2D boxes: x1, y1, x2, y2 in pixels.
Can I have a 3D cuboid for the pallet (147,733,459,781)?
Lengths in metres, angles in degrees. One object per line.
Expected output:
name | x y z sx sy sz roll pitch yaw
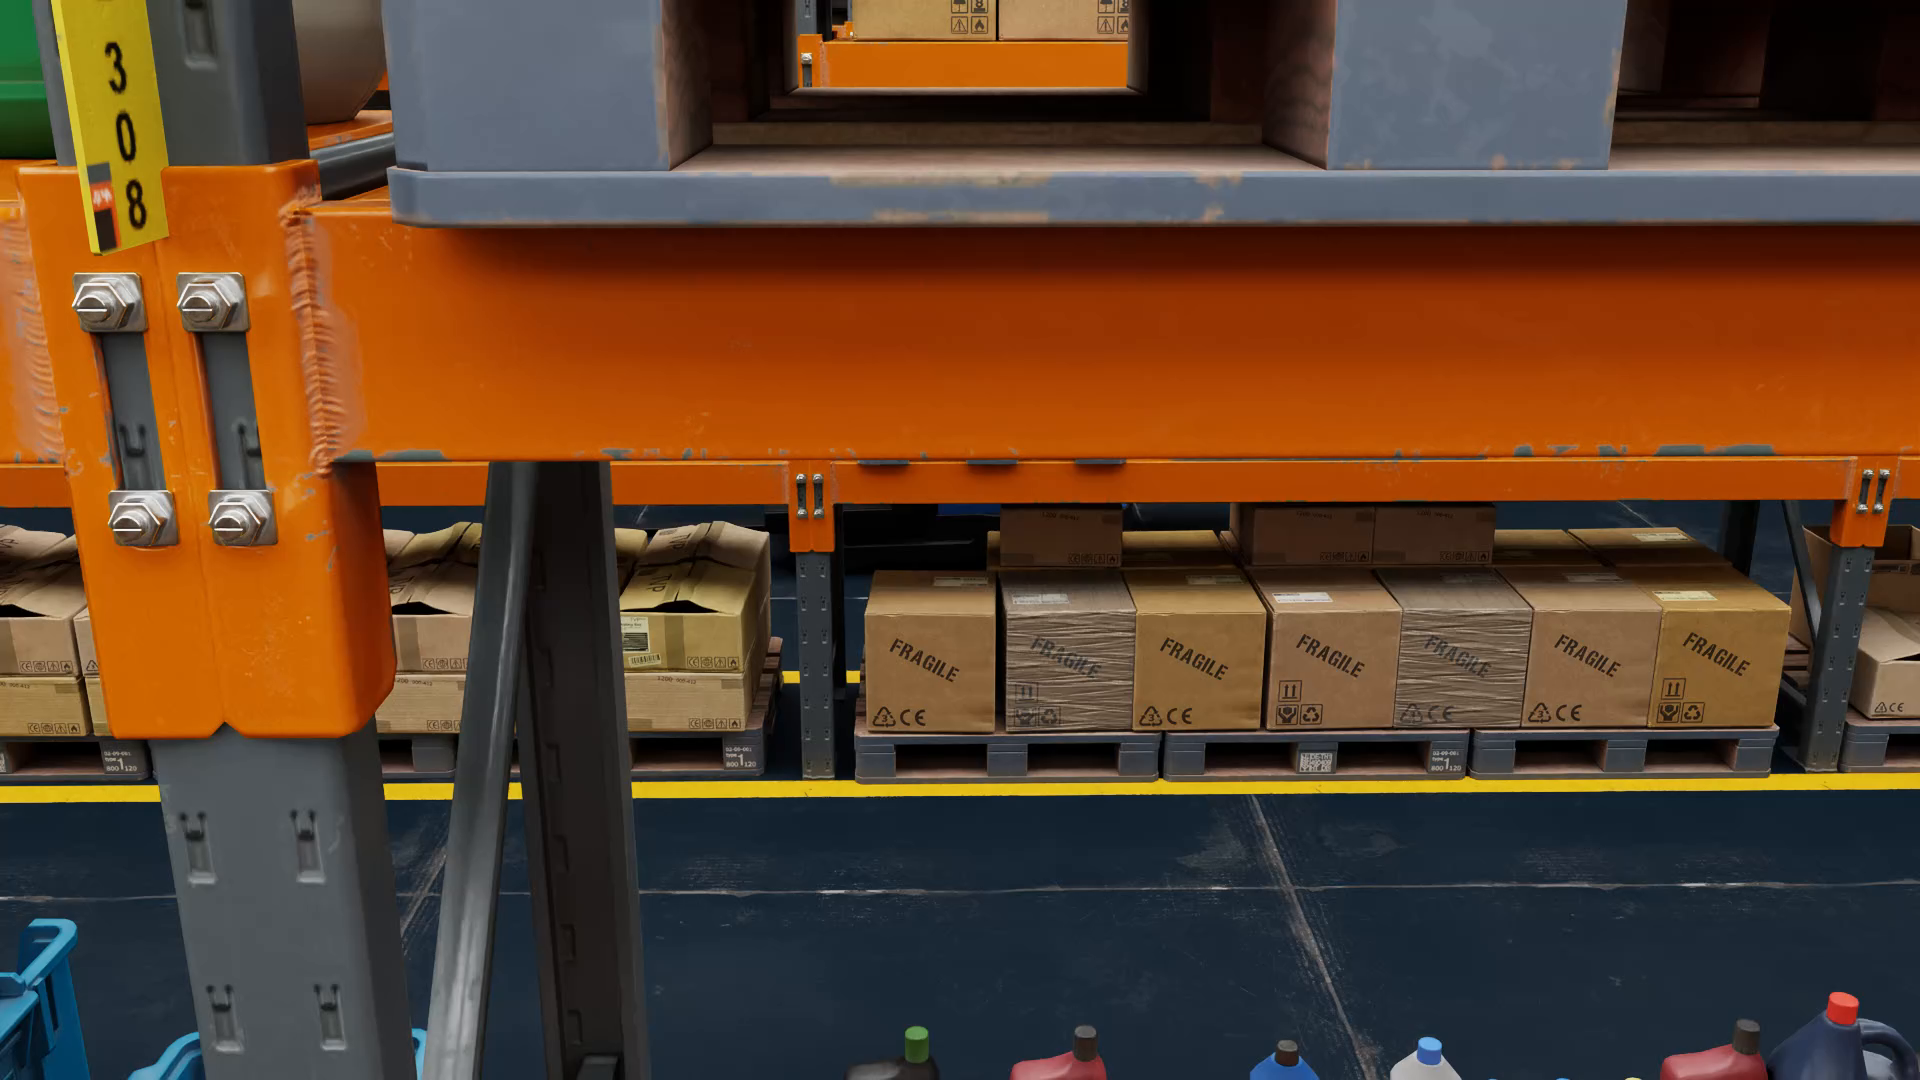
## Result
pallet | -2.608 0.696 7.032 1.213 0.211 1.003 0 18 -1

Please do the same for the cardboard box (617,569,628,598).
cardboard box | -1.607 0.296 6.611 0.500 0.311 0.500 -1 18 -2

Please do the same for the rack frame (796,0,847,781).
rack frame | -0.567 -0.629 6.597 0.127 3.000 1.000 0 18 -1

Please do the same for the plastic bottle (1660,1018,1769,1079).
plastic bottle | 1.048 0.802 2.328 0.133 0.283 0.061 0 18 -1

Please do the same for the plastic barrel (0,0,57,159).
plastic barrel | -0.739 -0.453 1.394 0.294 0.245 0.294 0 18 0

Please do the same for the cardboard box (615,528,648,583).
cardboard box | -1.621 0.132 7.123 0.500 0.311 0.500 -1 18 -2

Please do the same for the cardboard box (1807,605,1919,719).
cardboard box | 3.855 0.487 6.801 0.500 0.311 0.500 0 18 -1

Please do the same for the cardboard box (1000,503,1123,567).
cardboard box | 0.420 -0.083 7.039 0.500 0.250 0.500 0 18 1

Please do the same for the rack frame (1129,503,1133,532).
rack frame | 0.935 -0.758 9.454 0.032 1.500 0.500 -2 18 -6

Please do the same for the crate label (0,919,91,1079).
crate label | -1.491 0.789 2.118 0.616 0.435 0.502 0 18 -1

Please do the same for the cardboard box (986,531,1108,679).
cardboard box | 0.364 0.276 7.149 0.500 0.500 0.500 0 18 1

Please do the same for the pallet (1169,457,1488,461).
pallet | 1.377 -0.548 6.660 1.213 0.211 1.003 0 18 -1

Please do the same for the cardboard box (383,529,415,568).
cardboard box | -2.645 0.136 7.109 0.500 0.311 0.500 0 18 -2

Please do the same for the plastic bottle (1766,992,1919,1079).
plastic bottle | 1.207 0.782 2.280 0.185 0.351 0.144 0 18 -1

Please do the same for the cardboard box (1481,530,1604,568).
cardboard box | 2.411 0.267 7.178 0.500 0.500 0.500 0 18 0

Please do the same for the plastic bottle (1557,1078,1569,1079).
plastic bottle | 0.835 0.848 2.320 0.097 0.201 0.097 0 18 0

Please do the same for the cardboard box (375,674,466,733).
cardboard box | -2.108 0.563 6.697 0.500 0.250 0.500 0 18 0

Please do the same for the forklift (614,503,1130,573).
forklift | -0.619 -1.377 9.041 3.031 2.935 1.130 -2 18 -5

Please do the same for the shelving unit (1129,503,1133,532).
shelving unit | 1.440 -0.773 9.503 1.048 1.500 0.538 -2 18 -6

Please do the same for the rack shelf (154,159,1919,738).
rack shelf | 1.507 -0.211 1.562 4.000 0.370 1.077 0 18 -1

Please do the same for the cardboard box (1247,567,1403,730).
cardboard box | 1.439 0.428 6.675 0.500 0.500 0.500 -1 18 -3

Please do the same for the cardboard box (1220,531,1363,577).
cardboard box | 1.406 0.269 7.170 0.500 0.500 0.500 -1 18 -3

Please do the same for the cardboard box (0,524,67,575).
cardboard box | -4.167 0.143 7.086 0.500 0.311 0.500 0 18 -1

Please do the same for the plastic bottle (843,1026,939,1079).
plastic bottle | -0.095 0.807 2.311 0.133 0.283 0.061 0 18 -1

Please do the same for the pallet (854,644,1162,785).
pallet | 0.180 0.707 6.998 1.213 0.211 1.003 0 18 -1

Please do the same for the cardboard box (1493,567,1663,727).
cardboard box | 2.449 0.423 6.692 0.500 0.500 0.500 0 18 -1

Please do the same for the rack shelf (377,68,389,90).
rack shelf | -2.567 -1.705 6.218 4.000 0.370 1.077 0 18 -1

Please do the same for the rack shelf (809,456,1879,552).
rack shelf | 1.432 -0.296 6.737 4.000 0.370 1.077 0 18 -1

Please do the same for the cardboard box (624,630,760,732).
cardboard box | -1.090 0.558 6.713 0.500 0.250 0.500 0 18 0

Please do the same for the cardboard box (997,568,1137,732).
cardboard box | 0.416 0.433 6.659 0.500 0.500 0.500 -1 18 -3

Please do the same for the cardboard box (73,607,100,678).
cardboard box | -3.132 0.303 6.587 0.500 0.311 0.500 -1 18 -3

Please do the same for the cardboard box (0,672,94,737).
cardboard box | -3.649 0.572 6.669 0.500 0.250 0.500 0 18 1

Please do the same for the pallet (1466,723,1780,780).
pallet | 2.619 0.695 7.035 1.213 0.211 1.003 0 18 -1

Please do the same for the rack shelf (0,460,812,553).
rack shelf | -2.567 -0.277 6.677 4.000 0.370 1.077 0 18 -1

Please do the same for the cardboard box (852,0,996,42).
cardboard box | -0.132 -2.117 6.162 0.500 0.500 0.910 0 18 -1

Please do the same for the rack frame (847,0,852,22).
rack frame | -0.649 -2.142 11.313 0.127 3.000 1.000 0 18 -1

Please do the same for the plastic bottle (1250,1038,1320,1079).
plastic bottle | 0.446 0.816 2.303 0.097 0.271 0.097 0 18 0

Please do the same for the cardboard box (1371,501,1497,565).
cardboard box | 1.945 -0.092 7.067 0.500 0.250 0.500 0 18 -1

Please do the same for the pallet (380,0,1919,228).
pallet | 0.273 -0.428 1.370 1.213 0.211 1.003 0 18 -1
